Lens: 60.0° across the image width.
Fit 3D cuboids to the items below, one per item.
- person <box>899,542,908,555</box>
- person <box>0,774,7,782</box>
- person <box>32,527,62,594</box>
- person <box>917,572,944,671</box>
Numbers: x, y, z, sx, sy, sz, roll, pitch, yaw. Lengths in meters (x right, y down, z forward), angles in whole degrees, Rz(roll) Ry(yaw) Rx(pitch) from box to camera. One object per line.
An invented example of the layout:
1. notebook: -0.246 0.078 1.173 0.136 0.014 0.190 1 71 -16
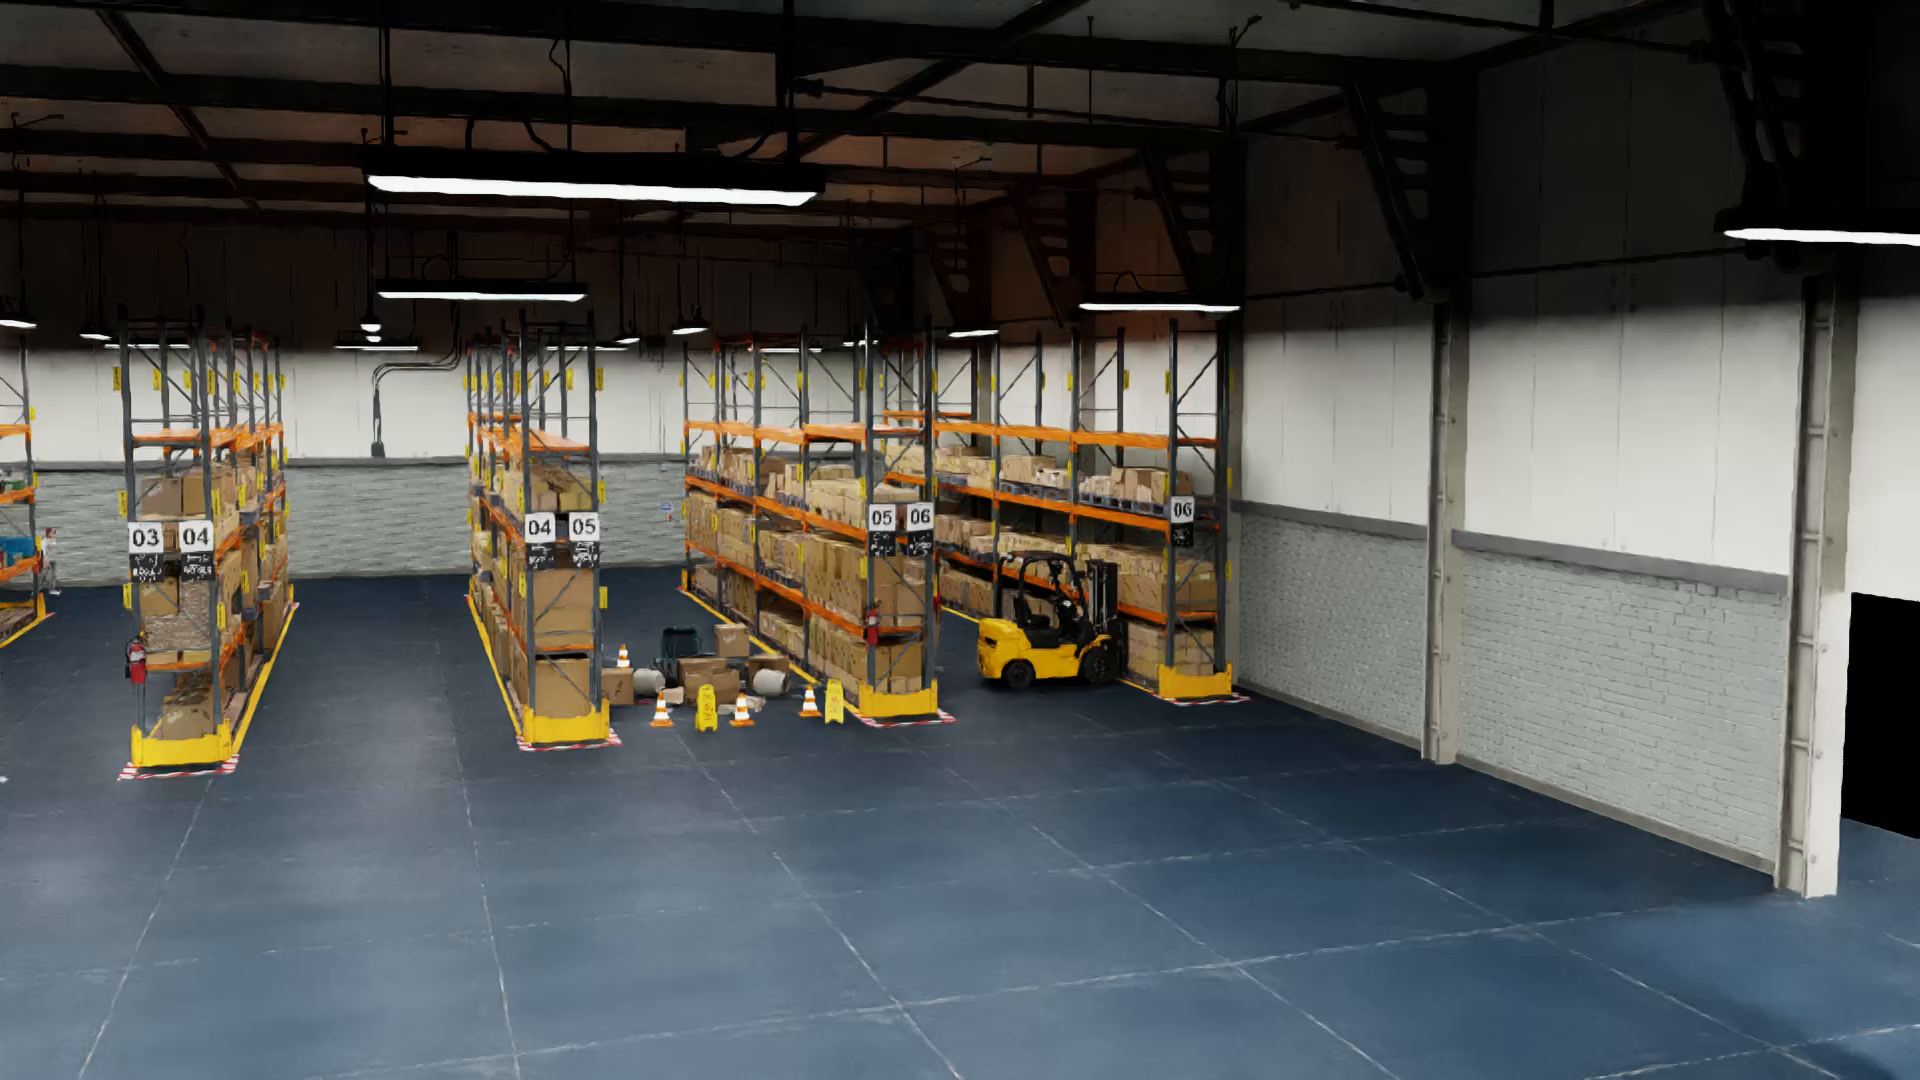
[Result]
1. person: -1.341 0.107 42.919 0.596 1.642 0.389 5 7 43
2. person: -12.351 2.179 20.705 0.701 1.718 0.849 -4 7 -35
3. person: -21.577 0.504 39.217 0.442 1.578 0.590 2 6 21
4. person: -0.523 1.393 28.865 0.595 1.737 0.449 4 7 39
